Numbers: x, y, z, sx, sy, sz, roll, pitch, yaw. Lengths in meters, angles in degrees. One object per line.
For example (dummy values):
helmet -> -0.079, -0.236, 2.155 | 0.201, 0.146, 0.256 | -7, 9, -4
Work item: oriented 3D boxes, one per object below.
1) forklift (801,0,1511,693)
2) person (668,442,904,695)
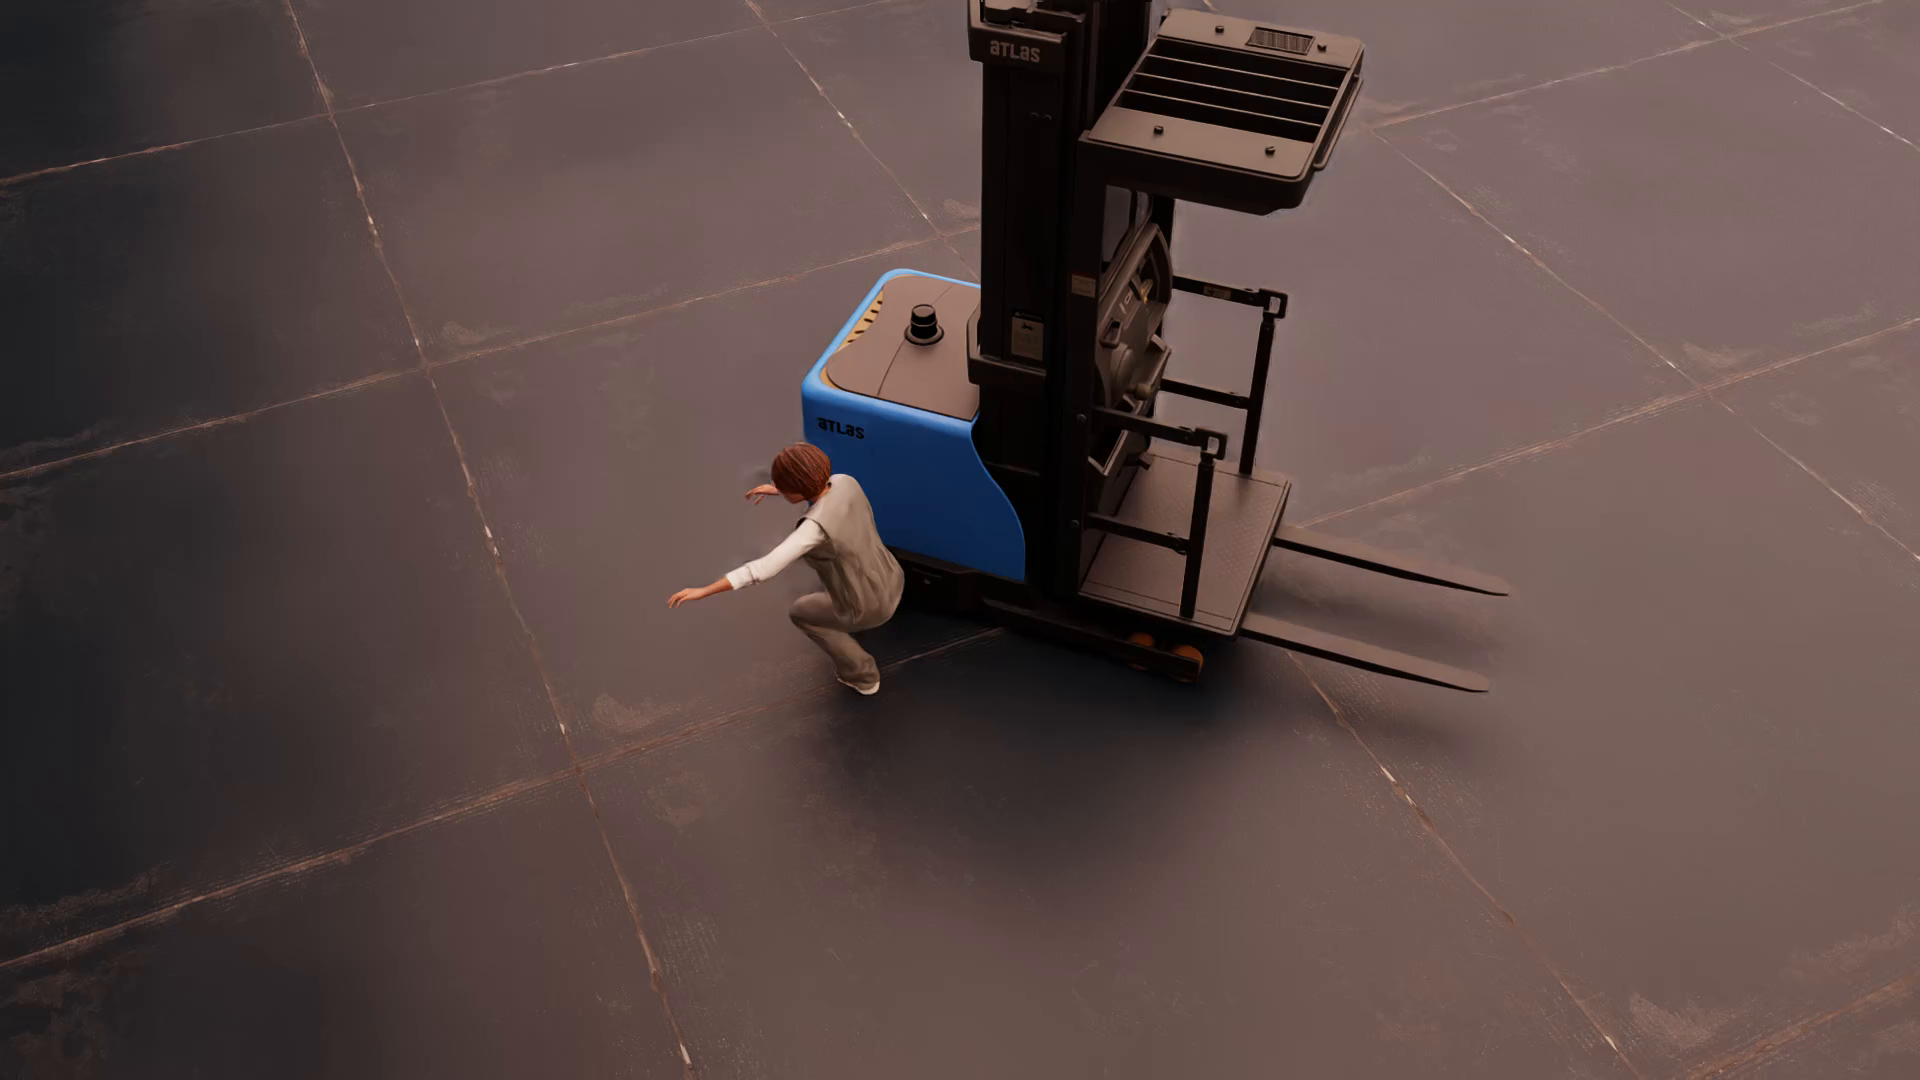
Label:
forklift -> 0.884, -0.874, 6.616 | 3.031, 2.935, 1.130 | 15, 45, 15
person -> -0.575, 0.113, 6.734 | 0.723, 1.331, 1.359 | 14, 45, 14
